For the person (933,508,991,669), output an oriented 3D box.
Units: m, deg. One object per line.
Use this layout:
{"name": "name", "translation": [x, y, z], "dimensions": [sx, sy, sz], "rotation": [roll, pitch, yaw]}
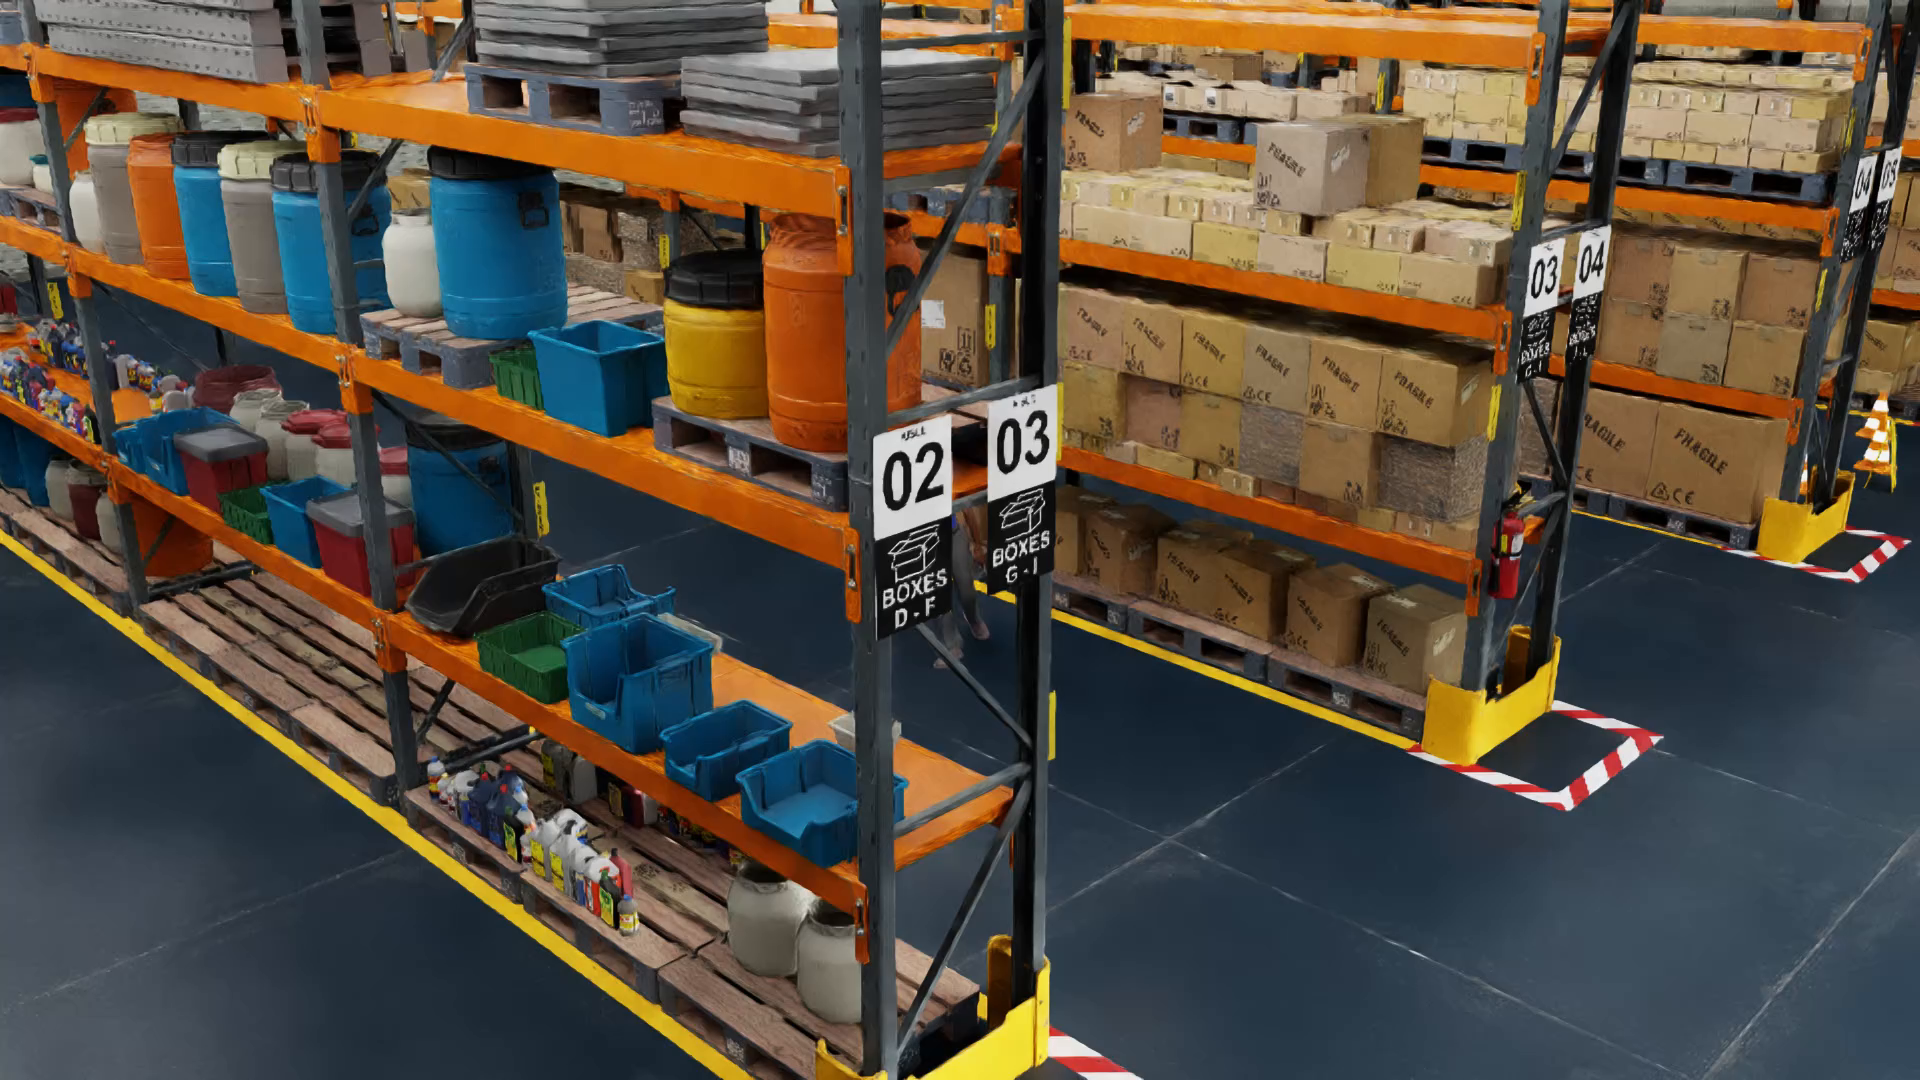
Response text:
{"name": "person", "translation": [-0.099, 0.034, 11.526], "dimensions": [0.578, 1.643, 0.627], "rotation": [7, 22, 17]}
